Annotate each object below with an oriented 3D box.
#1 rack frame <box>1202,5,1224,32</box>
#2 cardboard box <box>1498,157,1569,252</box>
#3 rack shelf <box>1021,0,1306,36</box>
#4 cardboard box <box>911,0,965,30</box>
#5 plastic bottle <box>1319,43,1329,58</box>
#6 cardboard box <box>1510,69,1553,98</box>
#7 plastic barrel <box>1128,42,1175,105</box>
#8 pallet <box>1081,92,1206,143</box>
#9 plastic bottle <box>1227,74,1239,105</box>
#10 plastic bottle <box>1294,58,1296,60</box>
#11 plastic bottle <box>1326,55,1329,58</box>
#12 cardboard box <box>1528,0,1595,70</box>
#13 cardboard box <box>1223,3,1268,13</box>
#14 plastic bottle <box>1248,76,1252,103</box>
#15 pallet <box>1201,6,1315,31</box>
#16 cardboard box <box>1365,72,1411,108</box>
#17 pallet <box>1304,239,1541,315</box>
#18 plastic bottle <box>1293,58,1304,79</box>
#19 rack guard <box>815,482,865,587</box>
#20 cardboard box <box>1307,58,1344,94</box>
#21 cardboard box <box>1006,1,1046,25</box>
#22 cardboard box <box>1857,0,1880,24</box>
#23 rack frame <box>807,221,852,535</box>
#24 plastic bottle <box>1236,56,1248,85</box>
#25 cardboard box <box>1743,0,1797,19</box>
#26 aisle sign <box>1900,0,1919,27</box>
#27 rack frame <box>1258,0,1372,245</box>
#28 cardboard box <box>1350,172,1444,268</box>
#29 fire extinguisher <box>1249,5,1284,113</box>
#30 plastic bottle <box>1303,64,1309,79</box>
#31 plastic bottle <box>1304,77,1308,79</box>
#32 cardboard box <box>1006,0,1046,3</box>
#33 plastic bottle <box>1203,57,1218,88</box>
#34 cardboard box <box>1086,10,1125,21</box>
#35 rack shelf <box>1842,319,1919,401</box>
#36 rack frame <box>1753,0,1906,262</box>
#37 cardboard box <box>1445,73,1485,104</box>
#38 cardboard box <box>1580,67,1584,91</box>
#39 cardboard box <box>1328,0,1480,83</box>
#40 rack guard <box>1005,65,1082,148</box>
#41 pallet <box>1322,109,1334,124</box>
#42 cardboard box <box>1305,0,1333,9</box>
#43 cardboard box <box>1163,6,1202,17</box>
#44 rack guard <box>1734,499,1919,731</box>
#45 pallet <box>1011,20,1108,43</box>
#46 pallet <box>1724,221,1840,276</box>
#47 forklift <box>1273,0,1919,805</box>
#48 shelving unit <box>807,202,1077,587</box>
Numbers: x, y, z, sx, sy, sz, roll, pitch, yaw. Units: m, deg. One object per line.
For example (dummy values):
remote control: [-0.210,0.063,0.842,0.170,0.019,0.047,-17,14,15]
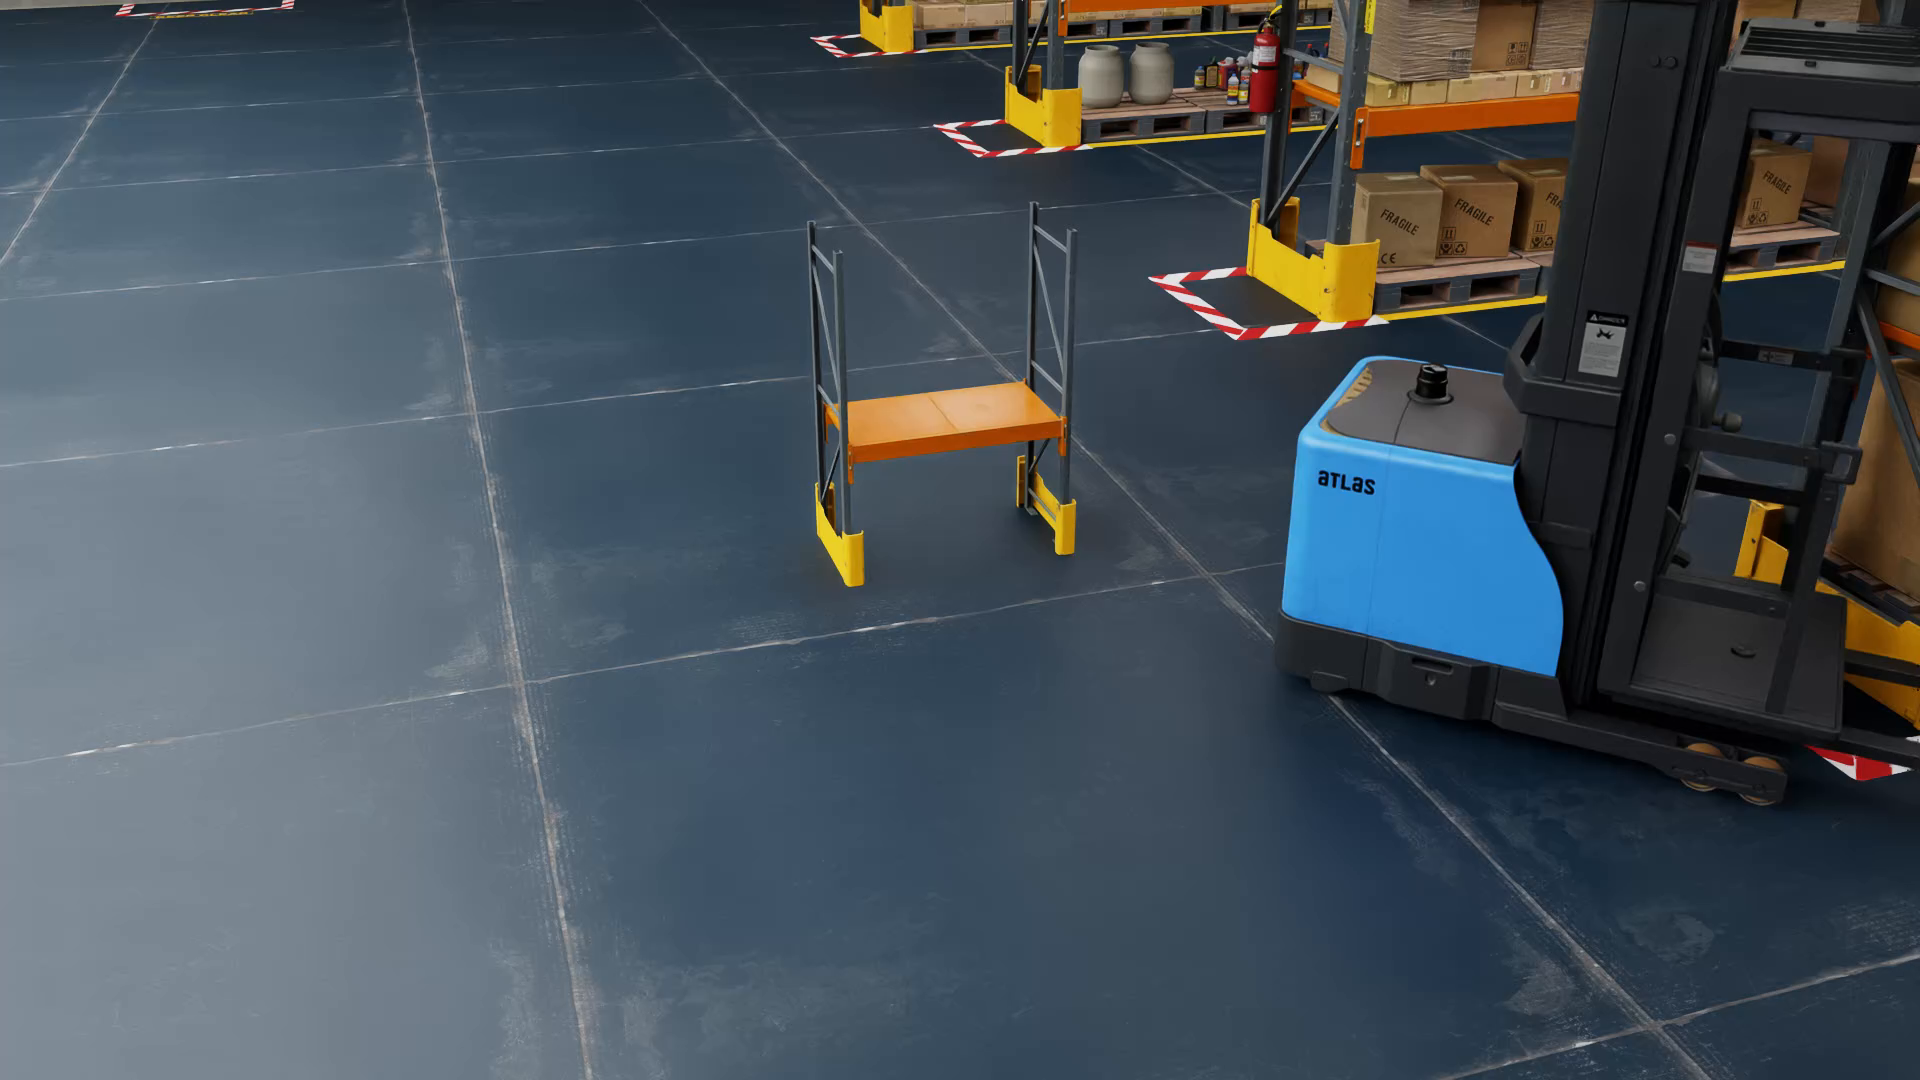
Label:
rack frame: [2.968,-7.708,19.902,0.127,3.000,1.000,-8,28,-16]
cardboard box: [3.986,-2.290,11.329,0.500,0.500,0.500,-6,27,-11]
rack shelf: [2.596,-5.015,15.288,4.000,0.370,1.077,-8,28,-16]
cardboard box: [-0.257,-6.093,19.270,0.500,0.250,0.500,-8,28,-16]
plastic bottle: [3.602,-4.688,16.303,0.185,0.351,0.144,-7,27,-15]
cardboard box: [3.531,-2.923,10.547,0.250,0.149,0.380,-8,28,-16]
plastic barrel: [1.773,-4.328,15.420,0.421,0.512,0.421,0,26,0]
pallet: [1.527,-3.953,15.475,1.213,0.211,1.003,-8,28,-16]
plastic bottle: [2.515,-4.155,15.319,0.097,0.271,0.097,0,26,0]
plastic bottle: [3.253,-4.626,16.256,0.133,0.283,0.061,-7,27,-14]
plastic bottle: [3.647,-4.627,16.181,0.185,0.351,0.144,-8,28,-16]
cardboard box: [3.687,-3.380,10.738,0.500,0.500,0.875,-8,28,-16]
cardboard box: [3.428,-6.615,20.321,0.500,0.250,0.500,-9,28,-17]
plastic bottle: [2.736,-4.184,15.364,0.133,0.283,0.061,-8,27,-15]
pallet: [3.656,-6.577,20.760,1.213,0.211,1.003,-8,28,-16]
cardboard box: [2.573,-2.794,10.287,0.250,0.149,0.380,-8,28,-16]
pallet: [3.084,-1.826,11.191,1.213,0.211,1.003,-8,28,-16]
plastic bottle: [3.294,-4.590,16.196,0.097,0.271,0.097,0,26,0]
rack guard: [-0.546,-0.033,7.535,0.087,0.250,0.587,-8,28,-16]
cardboard box: [2.436,-2.982,10.666,0.250,0.149,0.380,-8,28,-16]
cardboard box: [0.693,-6.232,19.550,0.500,0.250,0.500,-8,28,-16]
cardboard box: [6.831,-4.026,11.339,1.000,1.000,1.000,-8,28,-16]
rack frame: [-0.564,-0.590,7.252,0.032,1.500,0.500,-8,28,-16]
plastic bottle: [2.685,-4.520,16.049,0.135,0.276,0.152,-9,28,-18]
cardboard box: [5.099,-3.607,11.195,0.500,0.500,0.875,-8,28,-16]
aisle sign: [3.508,-2.138,5.760,0.004,0.787,0.394,-8,28,-16]
rack frame: [2.229,-2.968,10.355,0.127,3.000,1.000,-8,28,-16]
cardboard box: [2.828,-2.115,10.976,0.500,0.500,0.500,-3,27,-7]
fire extinguisher: [1.977,-3.112,10.733,0.183,0.674,0.296,-8,28,-16]
plastic bottle: [3.296,-4.336,15.671,0.133,0.283,0.061,-8,28,-16]
plastic bottle: [3.226,-4.227,15.542,0.097,0.201,0.097,0,26,0]
cardboard box: [0.689,-6.573,19.393,0.500,0.500,0.500,-8,28,-16]
plastic bottle: [2.411,-4.504,16.010,0.133,0.283,0.061,-8,27,-15]
cardboard box: [1.645,-6.368,19.824,0.500,0.250,0.500,-8,28,-16]
rack shelf: [5.570,-0.810,6.817,4.000,0.370,1.077,-8,28,-16]
rack frame: [6.032,-3.519,11.464,0.127,3.000,1.000,-8,28,-16]
cardboard box: [3.059,-2.848,10.396,0.250,0.149,0.380,-8,28,-16]
cardboard box: [4.030,-2.959,10.620,0.250,0.149,0.380,-8,28,-16]
cardboard box: [2.760,-3.210,10.396,0.500,0.500,0.875,-8,28,-16]
rack guard: [0.752,-3.973,15.190,0.348,0.500,1.175,-8,28,-16]
pallet: [3.847,-4.289,16.152,1.213,0.211,1.003,-8,28,-16]
cardboard box: [4.406,-6.757,20.608,0.500,0.250,0.500,-9,28,-18]
cardboard box: [2.595,-6.508,20.106,0.500,0.250,0.500,-8,28,-16]
rack guard: [3.646,0.266,6.652,0.348,0.500,1.175,-8,28,-16]
pallet: [1.037,-6.197,19.996,1.213,0.211,1.003,-8,28,-16]
pallet: [5.404,-2.162,11.868,1.213,0.211,1.003,-8,28,-16]
forklift: [2.797,-0.648,5.758,3.031,2.935,1.130,13,29,24]
shelving unit: [-0.072,-0.661,7.395,1.083,1.500,0.587,-8,28,-16]
